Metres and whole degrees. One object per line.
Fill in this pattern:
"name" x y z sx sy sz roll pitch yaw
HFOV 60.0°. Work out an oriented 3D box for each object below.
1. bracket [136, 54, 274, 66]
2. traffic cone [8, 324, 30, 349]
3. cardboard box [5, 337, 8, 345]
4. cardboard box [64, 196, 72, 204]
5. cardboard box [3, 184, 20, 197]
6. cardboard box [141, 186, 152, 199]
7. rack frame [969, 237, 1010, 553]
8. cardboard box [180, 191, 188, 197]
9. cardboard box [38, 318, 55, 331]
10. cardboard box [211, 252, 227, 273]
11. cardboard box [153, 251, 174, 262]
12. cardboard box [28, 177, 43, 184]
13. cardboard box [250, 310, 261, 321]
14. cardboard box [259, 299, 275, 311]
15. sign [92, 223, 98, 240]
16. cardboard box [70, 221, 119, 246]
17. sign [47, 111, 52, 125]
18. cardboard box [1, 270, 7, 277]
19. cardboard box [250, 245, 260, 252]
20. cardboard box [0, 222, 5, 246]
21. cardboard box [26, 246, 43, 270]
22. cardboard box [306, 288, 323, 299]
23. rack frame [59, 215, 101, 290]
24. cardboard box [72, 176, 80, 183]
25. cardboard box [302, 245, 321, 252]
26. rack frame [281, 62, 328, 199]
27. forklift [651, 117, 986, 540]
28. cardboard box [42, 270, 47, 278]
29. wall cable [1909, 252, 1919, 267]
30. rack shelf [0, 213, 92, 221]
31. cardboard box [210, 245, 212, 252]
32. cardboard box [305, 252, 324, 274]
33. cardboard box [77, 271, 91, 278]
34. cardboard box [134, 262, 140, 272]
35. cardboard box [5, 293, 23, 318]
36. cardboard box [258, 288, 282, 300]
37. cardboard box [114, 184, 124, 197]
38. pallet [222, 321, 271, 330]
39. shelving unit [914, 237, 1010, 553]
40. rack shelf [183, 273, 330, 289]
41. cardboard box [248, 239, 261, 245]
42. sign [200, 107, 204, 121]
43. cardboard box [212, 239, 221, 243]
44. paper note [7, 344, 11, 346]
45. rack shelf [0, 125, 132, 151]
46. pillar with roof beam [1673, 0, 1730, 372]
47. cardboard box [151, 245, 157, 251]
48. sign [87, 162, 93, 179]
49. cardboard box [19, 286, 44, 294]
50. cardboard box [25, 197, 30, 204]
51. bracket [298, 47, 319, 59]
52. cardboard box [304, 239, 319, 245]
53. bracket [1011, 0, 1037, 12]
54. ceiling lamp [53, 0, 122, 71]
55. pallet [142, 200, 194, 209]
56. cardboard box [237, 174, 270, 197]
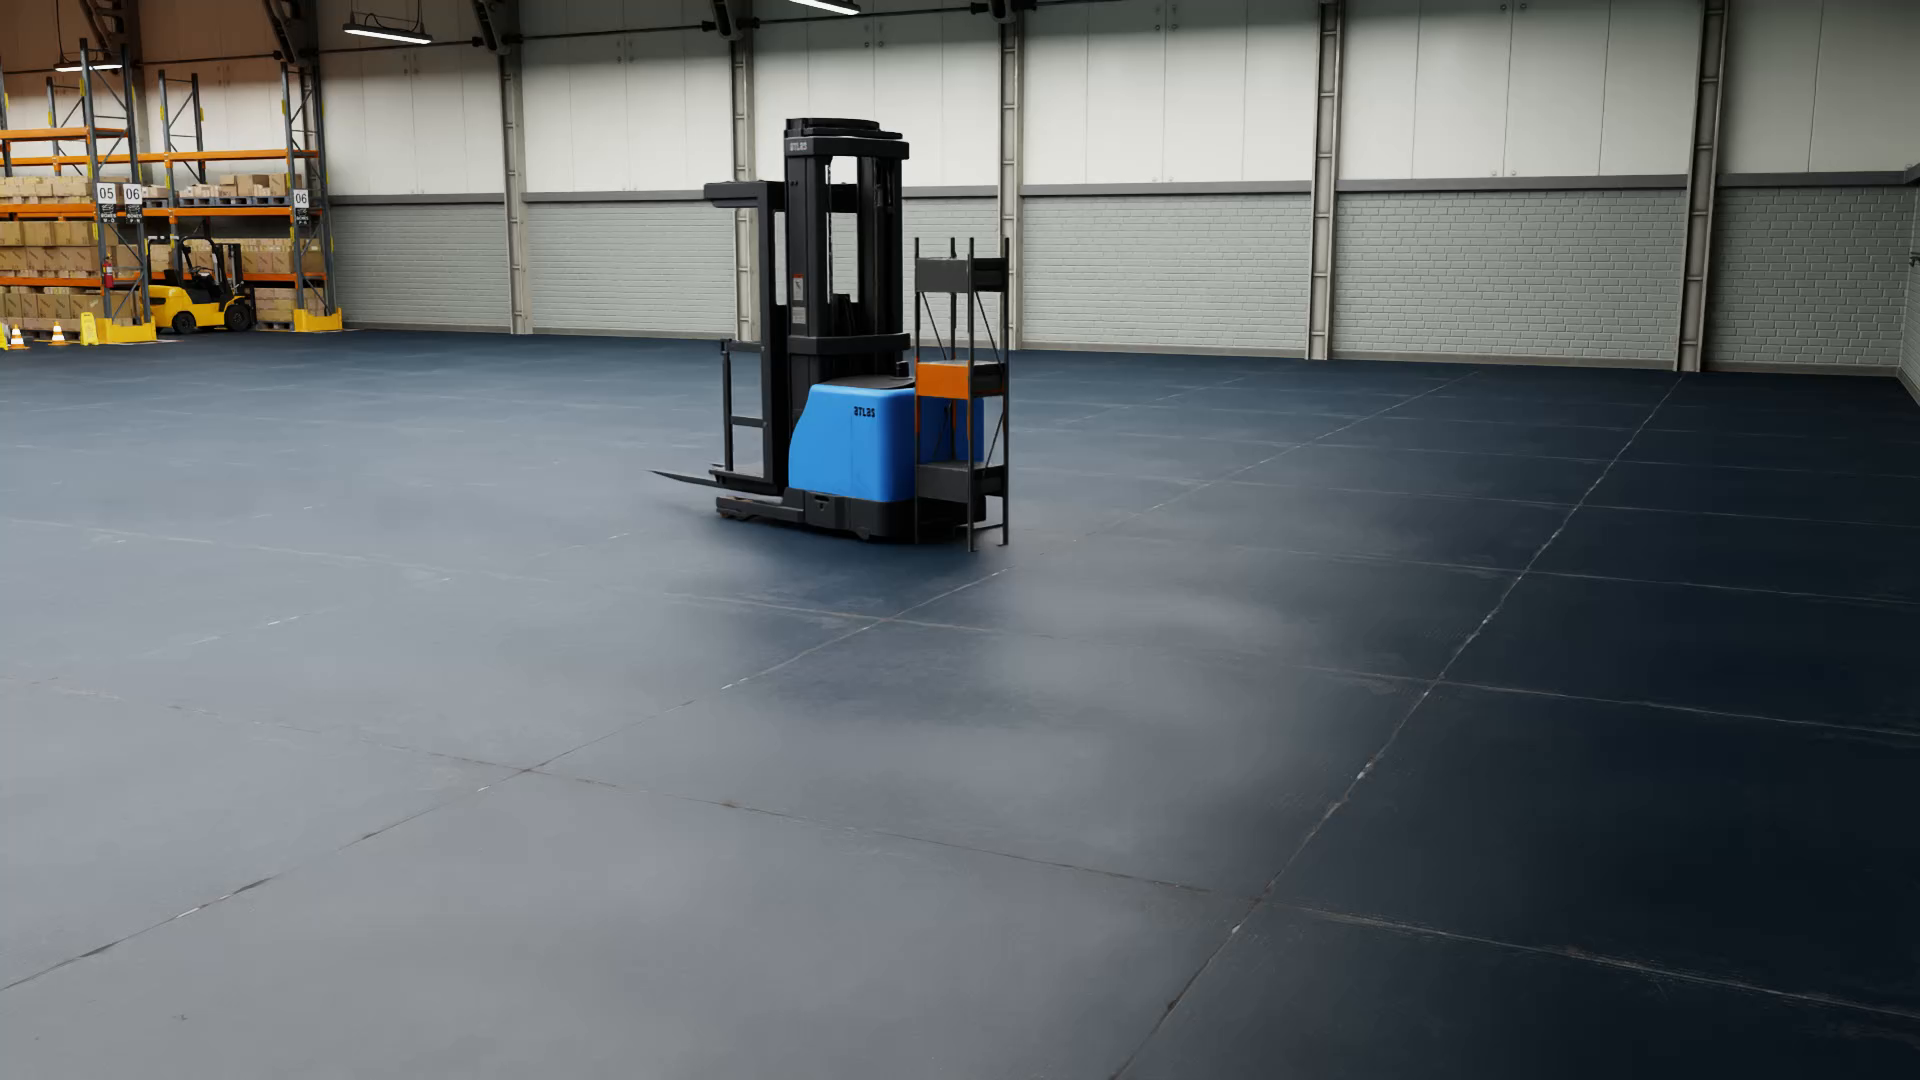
"bracket" -18.026 -11.469 39.725 4.783 0.066 0.076 5 11 26
"traffic cone" -18.297 -3.950 32.257 0.334 0.463 0.336 5 11 26
"cardboard box" -19.222 -3.953 33.152 0.380 0.149 0.250 -7 12 -33
"cardboard box" -18.059 -6.951 33.999 0.250 0.149 0.380 5 12 28
"cardboard box" -19.558 -7.279 34.692 0.500 0.250 0.500 5 11 26
"cardboard box" -19.993 -8.450 40.362 0.500 0.311 0.500 5 11 24
"rack frame" 0.196 -0.972 11.205 0.015 2.100 0.400 9 14 40
"cardboard box" -18.280 -8.207 39.479 0.250 0.149 0.380 5 12 27
"cardboard box" -18.931 -4.532 34.887 0.500 0.250 0.500 5 11 24
"cardboard box" -17.337 -6.577 39.369 0.500 0.500 0.500 5 11 25
"cardboard box" -19.102 -6.853 40.190 0.500 0.250 0.500 5 11 25
"cardboard box" -18.978 -7.414 34.319 0.250 0.149 0.380 5 12 27
"cardboard box" -16.409 -5.290 39.076 0.500 0.250 0.500 5 11 26
"cardboard box" -15.981 -5.497 38.819 0.500 0.250 0.500 5 11 25
"sign" -17.417 -6.213 33.498 0.005 0.325 0.100 5 11 26
"cardboard box" -17.709 -6.268 34.015 0.500 0.500 0.700 5 11 24
"sign" -22.367 -10.361 40.867 0.005 0.325 0.100 5 11 26
"cardboard box" -20.099 -5.663 35.301 0.250 0.149 0.380 5 11 26
"cardboard box" -16.321 -6.799 38.773 0.250 0.149 0.380 5 11 24
"cardboard box" -19.994 -6.464 35.102 0.500 0.500 0.700 5 11 26
"cardboard box" -19.103 -5.892 34.748 0.500 0.500 0.500 5 11 26
"cardboard box" -15.308 -5.782 38.986 0.500 0.250 0.500 5 11 25
"rack frame" -22.135 -6.998 41.975 0.127 3.000 1.000 5 11 26
"cardboard box" -17.802 -7.325 33.827 0.250 0.149 0.380 5 12 27
"cardboard box" -15.150 -6.804 38.802 0.250 0.149 0.380 5 11 24
"rack frame" -14.961 -9.320 37.957 0.127 3.000 1.000 5 11 26
"forklift" -1.214 -1.643 12.577 3.031 2.935 1.130 10 14 44
"cardboard box" -18.946 -5.570 34.789 0.250 0.149 0.380 5 11 26
"wall cable" 13.774 -5.183 23.821 0.112 2.526 3.097 5 11 26
"rack shelf" -23.929 -8.278 42.643 4.000 0.370 1.077 5 11 26
"cardboard box" -17.477 -6.896 39.307 0.250 0.149 0.380 5 11 25
"cardboard box" -15.282 -6.500 38.944 0.500 0.500 0.500 5 12 28
"cardboard box" -17.860 -5.449 34.119 0.250 0.149 0.380 5 11 25
"cardboard box" -20.001 -6.690 40.692 0.500 0.250 0.500 5 11 26
"cardboard box" -19.846 -4.983 35.274 0.500 0.500 0.500 6 12 28
"cardboard box" -15.972 -5.739 38.752 0.500 0.250 0.500 5 12 27
"cardboard box" -17.487 -7.205 34.284 0.500 0.250 0.500 5 11 25
"pallet" -16.755 -5.146 39.568 1.213 0.211 1.003 5 11 26
"shelving unit" 0.013 -1.001 11.363 0.503 2.100 0.431 9 14 40
"rack shelf" -16.755 -6.171 39.427 4.000 0.370 1.077 5 11 26
"cardboard box" -16.330 -6.942 38.728 0.250 0.149 0.380 5 12 27
"sign" -18.281 -10.259 40.081 0.005 0.325 0.100 5 11 26
"cardboard box" -17.456 -7.048 39.310 0.250 0.149 0.380 5 11 25
"paper note" -18.882 -3.870 33.029 0.142 0.019 0.148 1 10 6
"rack shelf" -18.947 -8.329 34.511 4.000 0.370 1.077 5 11 26
"pillar with roof beam" 9.812 -6.467 22.195 0.400 9.000 9.100 5 11 26
"cardboard box" -19.388 -7.088 40.369 0.250 0.149 0.380 5 11 26
"sign" -17.417 -7.399 33.283 0.005 0.325 0.100 5 11 26
"cardboard box" -19.541 -5.262 34.995 0.250 0.149 0.380 6 12 29
"cardboard box" -19.185 -7.057 34.581 0.250 0.149 0.380 5 11 26
"bracket" -14.971 -11.200 38.241 0.430 0.232 0.235 5 11 26
"cardboard box" -15.168 -6.943 38.733 0.250 0.149 0.380 5 11 25
"bracket" 1.171 -9.782 30.404 0.430 0.232 0.235 5 11 26
"ceiling lamp" -19.397 -12.145 37.180 2.000 3.185 0.800 5 11 26
"pallet" -19.345 -8.132 40.356 1.217 0.209 0.805 5 11 24
"cardboard box" -16.340 -8.241 38.681 0.500 0.500 0.700 5 11 26
